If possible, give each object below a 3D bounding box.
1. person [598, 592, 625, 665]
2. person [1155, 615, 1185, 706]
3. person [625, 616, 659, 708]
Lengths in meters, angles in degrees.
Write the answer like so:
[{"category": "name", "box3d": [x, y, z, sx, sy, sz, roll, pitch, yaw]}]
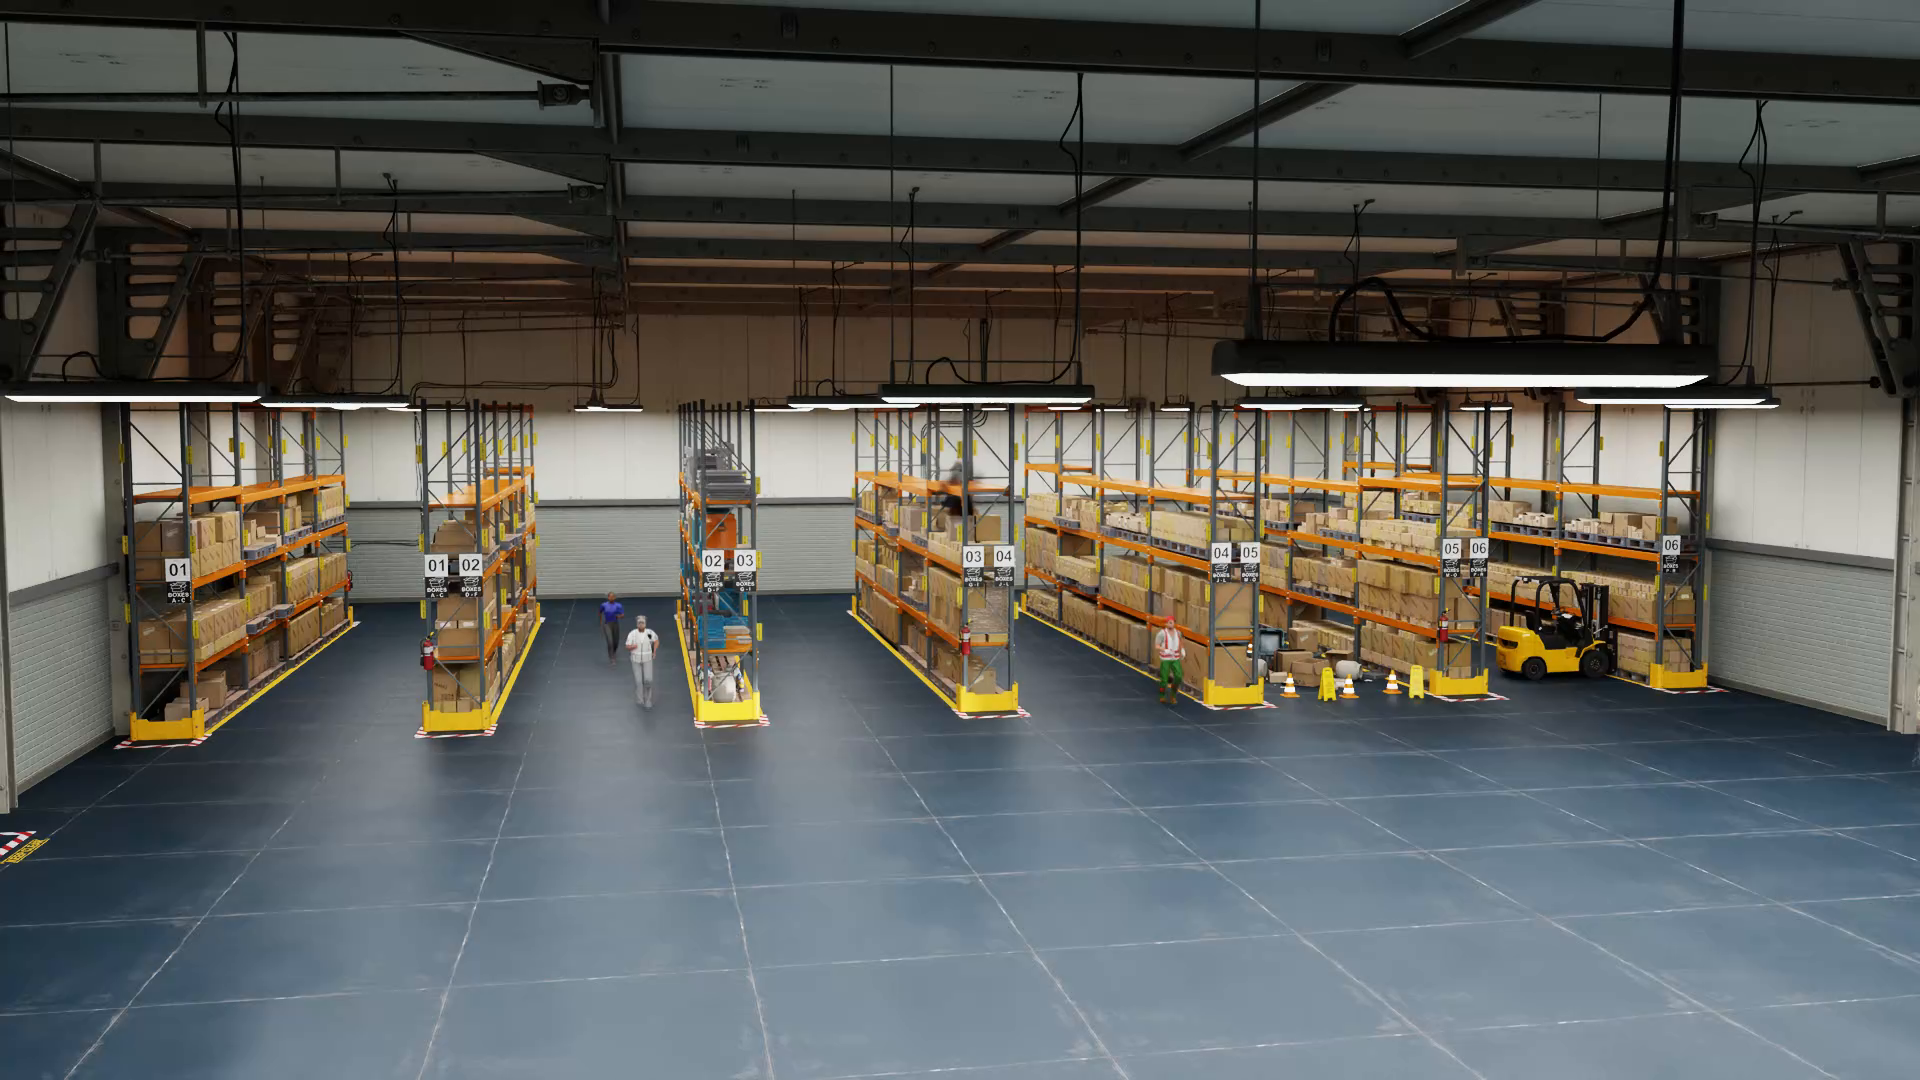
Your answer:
[{"category": "person", "box3d": [-7.987, 2.002, 38.143, 0.576, 1.640, 0.892, -1, 5, -18]}, {"category": "person", "box3d": [4.154, 2.381, 32.657, 0.696, 1.809, 0.692, -1, 4, -17]}, {"category": "person", "box3d": [-6.221, 2.391, 32.562, 0.640, 1.836, 0.727, -1, 4, -9]}]
